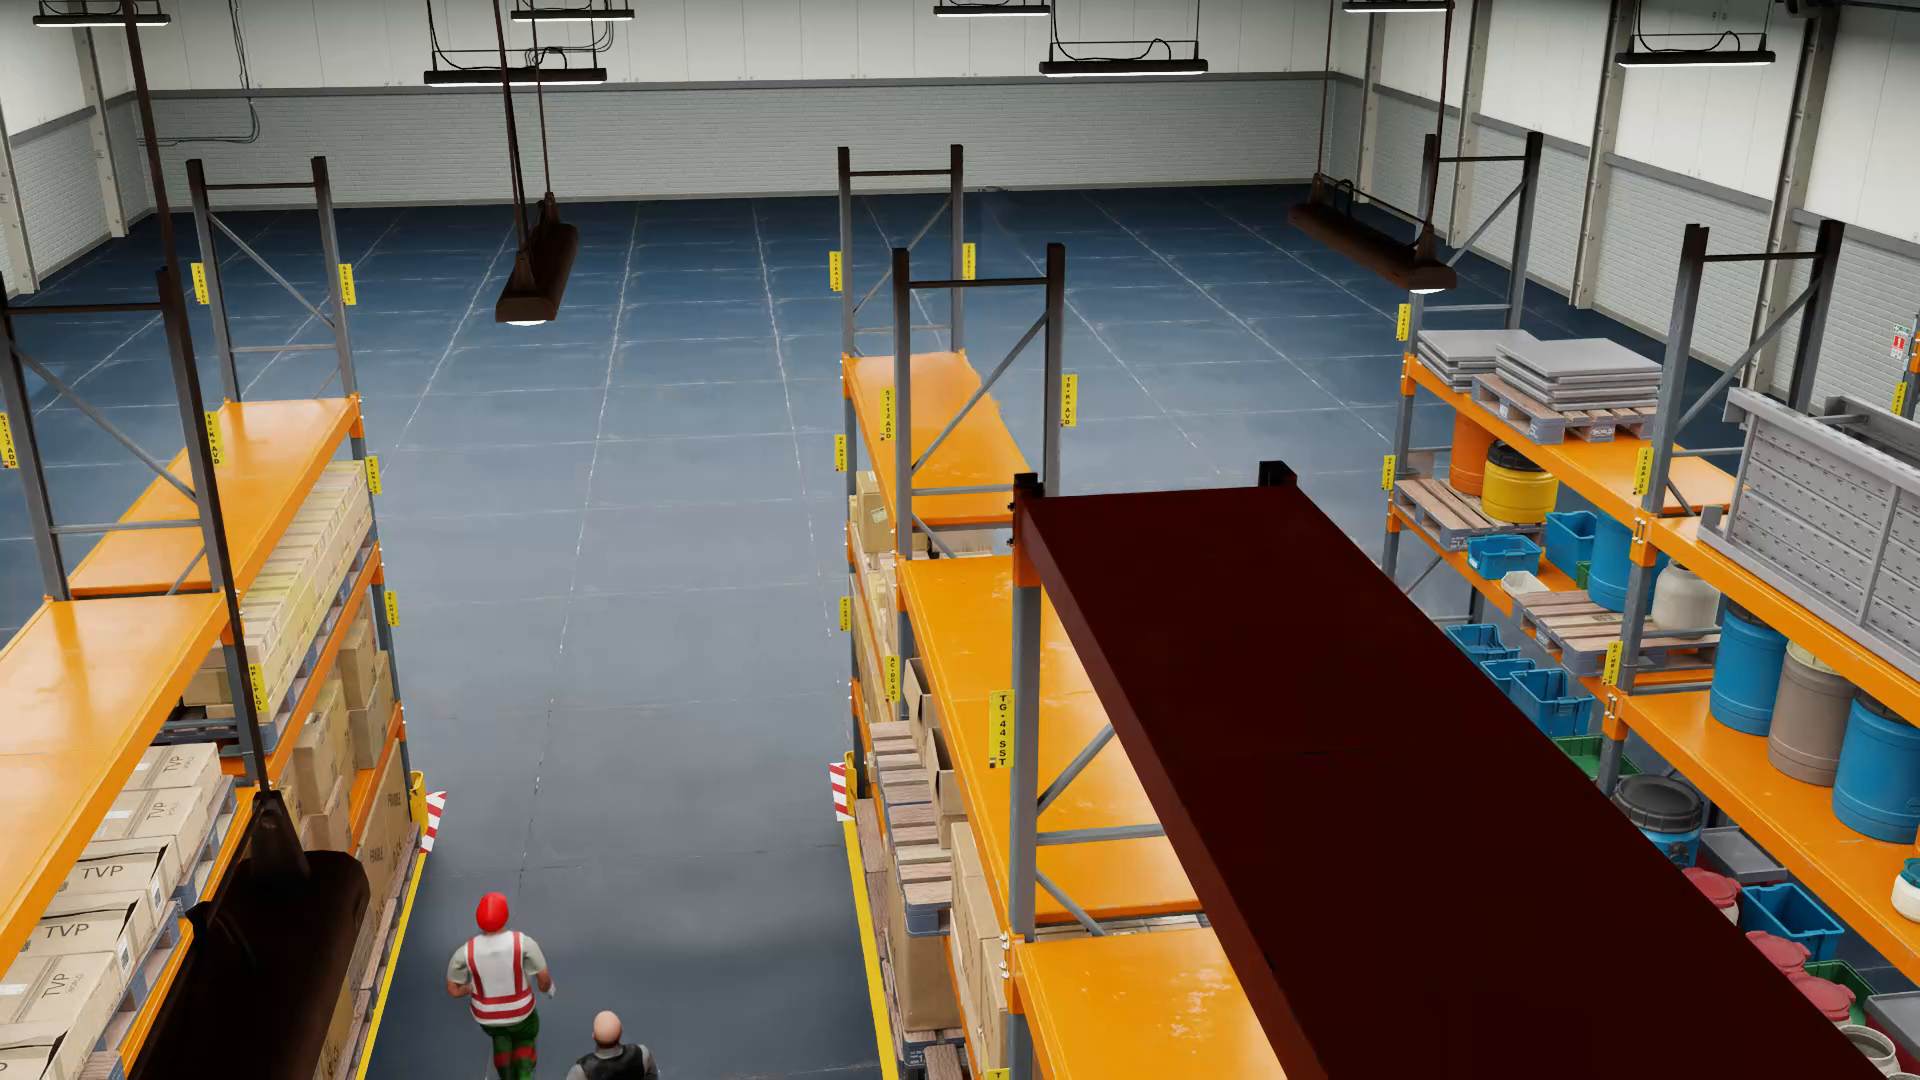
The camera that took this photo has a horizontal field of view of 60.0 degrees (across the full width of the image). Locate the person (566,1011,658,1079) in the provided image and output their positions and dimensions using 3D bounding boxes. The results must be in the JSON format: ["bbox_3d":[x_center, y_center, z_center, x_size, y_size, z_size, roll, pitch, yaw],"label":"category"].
[{"bbox_3d":[-2.130,3.617,10.178,0.622,1.760,0.732,-7,23,-17],"label":"person"}]

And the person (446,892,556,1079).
[{"bbox_3d":[-3.014,3.058,10.975,0.671,1.640,0.640,-4,22,-10],"label":"person"}]
